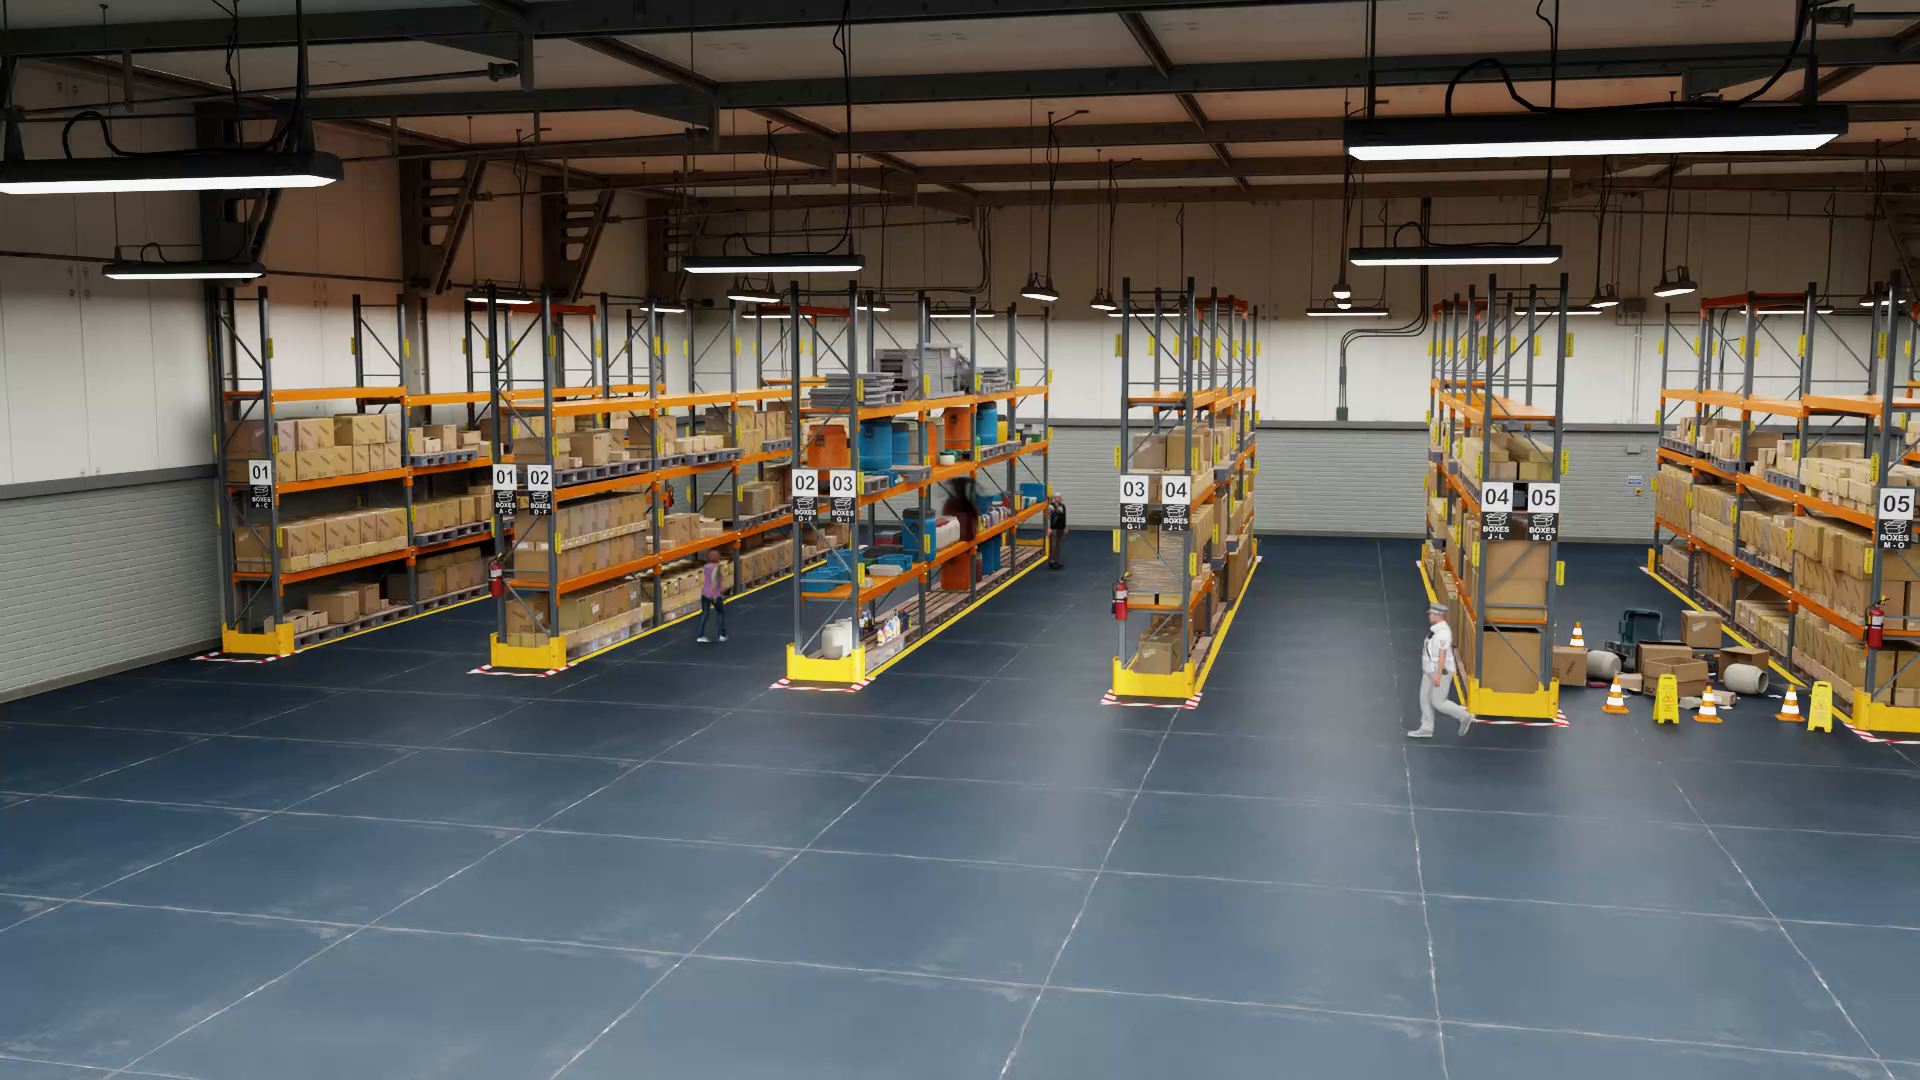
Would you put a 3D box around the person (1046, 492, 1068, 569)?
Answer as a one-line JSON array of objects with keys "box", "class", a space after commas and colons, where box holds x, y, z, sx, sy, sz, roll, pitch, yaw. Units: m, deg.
[{"box": [2.224, -0.228, 38.095, 0.597, 1.732, 0.422, -5, 8, -37], "class": "person"}]

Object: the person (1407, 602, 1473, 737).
[{"box": [6.173, 1.678, 21.321, 0.761, 1.752, 0.509, -1, 7, -8], "class": "person"}]

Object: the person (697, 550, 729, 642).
[{"box": [-4.219, 0.995, 28.440, 0.446, 1.636, 0.733, 5, 8, 38], "class": "person"}]
